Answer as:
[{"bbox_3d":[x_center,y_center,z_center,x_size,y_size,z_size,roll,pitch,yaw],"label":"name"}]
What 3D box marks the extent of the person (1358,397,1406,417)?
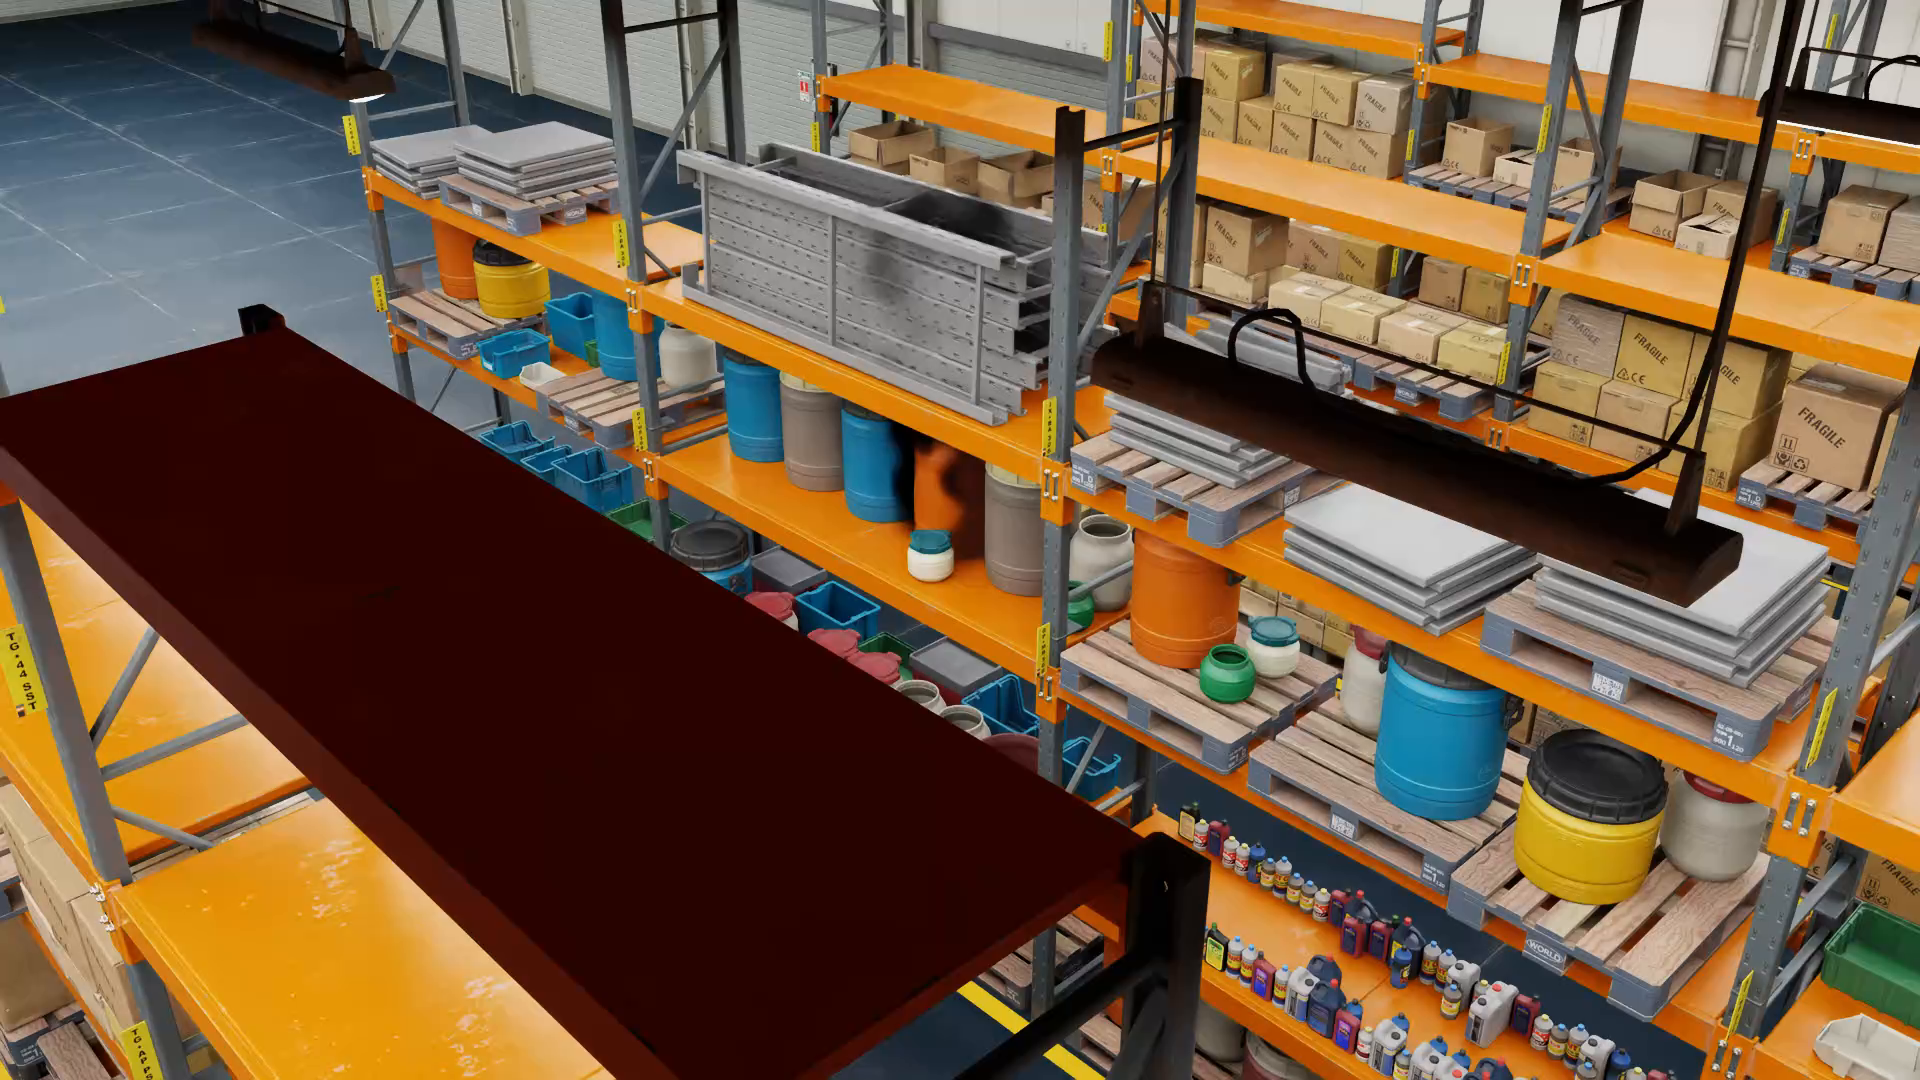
[{"bbox_3d":[4.223,-1.038,16.944,0.722,1.830,0.675,19,34,31],"label":"person"}]
